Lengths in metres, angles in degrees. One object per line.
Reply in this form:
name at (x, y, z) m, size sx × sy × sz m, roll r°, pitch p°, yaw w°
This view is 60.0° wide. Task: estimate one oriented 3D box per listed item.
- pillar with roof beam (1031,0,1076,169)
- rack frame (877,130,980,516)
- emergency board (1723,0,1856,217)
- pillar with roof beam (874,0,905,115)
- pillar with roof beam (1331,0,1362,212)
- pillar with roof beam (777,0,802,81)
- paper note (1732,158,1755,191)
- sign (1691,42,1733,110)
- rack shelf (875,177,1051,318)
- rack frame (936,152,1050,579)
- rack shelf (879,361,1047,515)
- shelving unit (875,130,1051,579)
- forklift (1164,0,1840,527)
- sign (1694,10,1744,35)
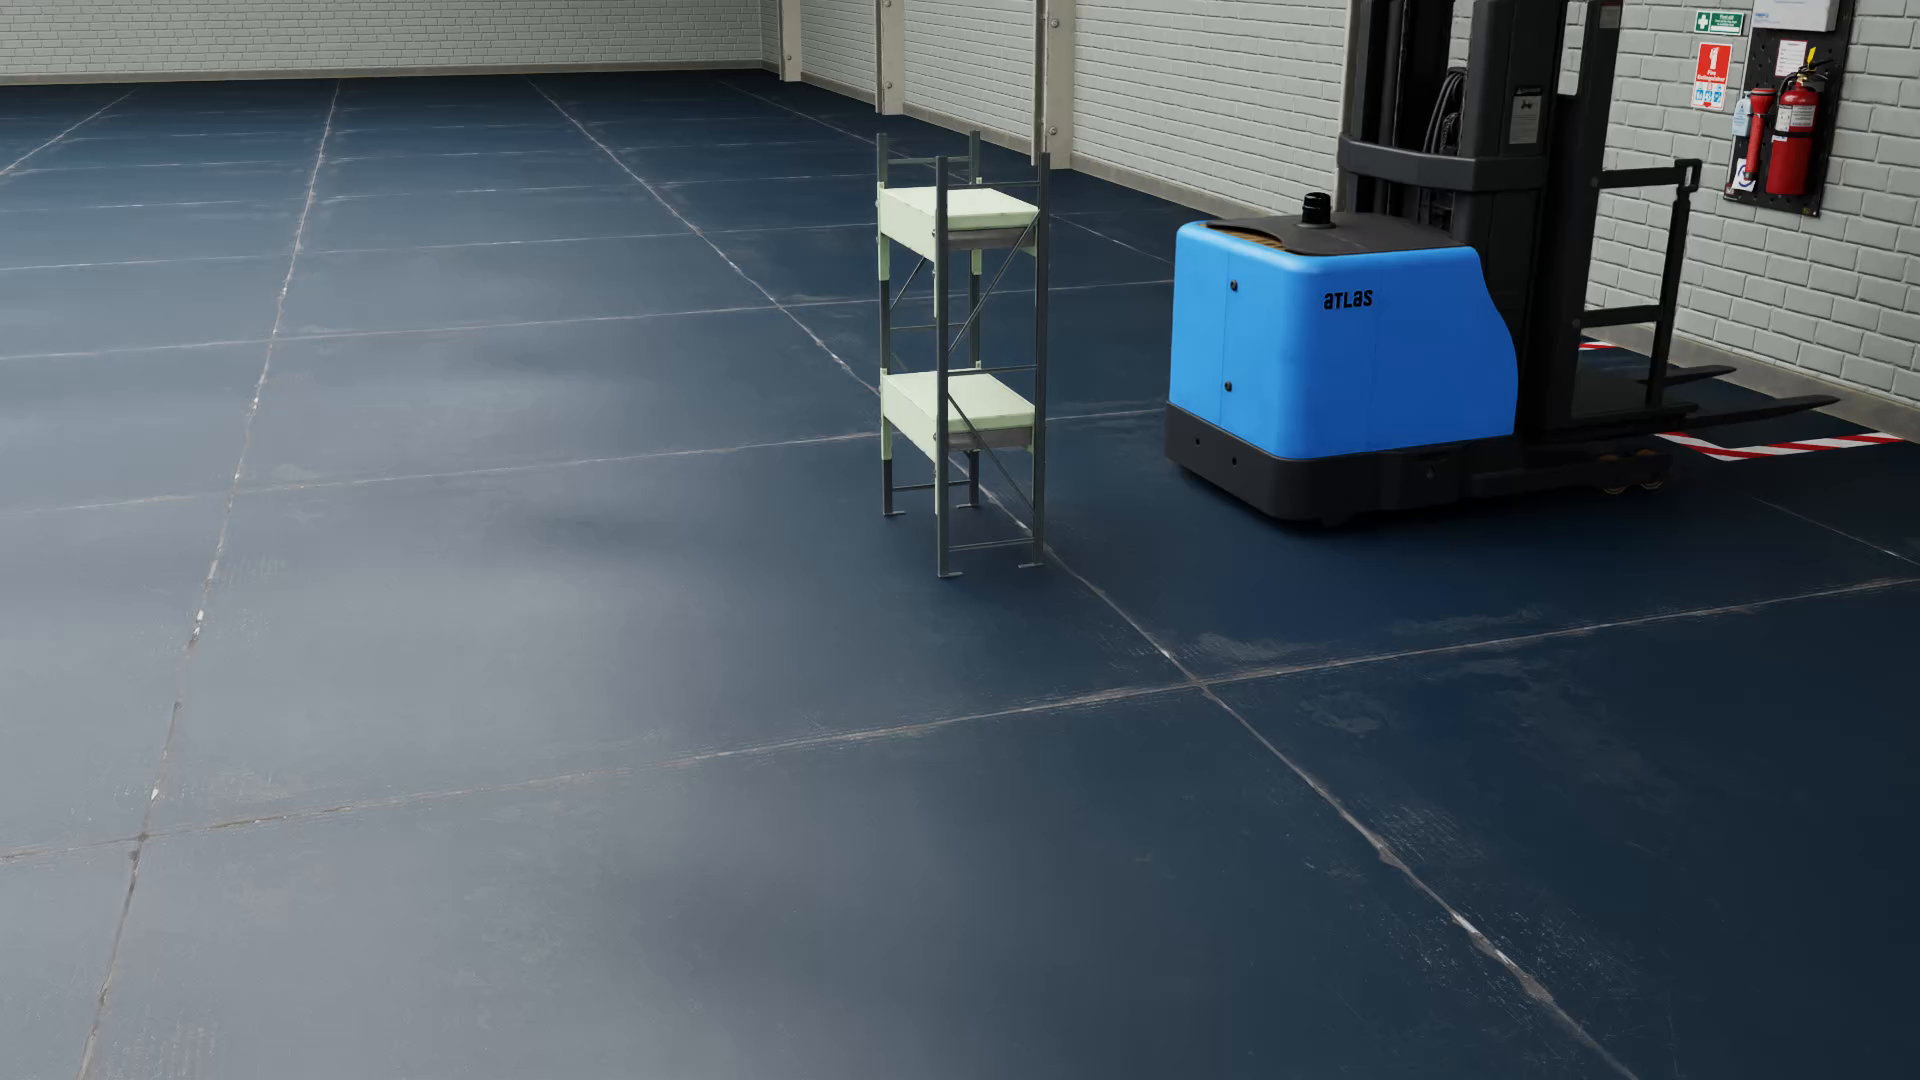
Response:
pillar with roof beam at (-3.140, -7.625, 14.332) m, size 9.100 × 9.000 × 0.400 m, roll -6°, pitch 21°, yaw -17°
rack frame at (-0.117, -0.825, 6.496) m, size 0.400 × 1.500 × 0.023 m, roll -6°, pitch 21°, yaw -17°
emergency board at (3.978, -2.205, 8.117) m, size 0.194 × 1.169 × 0.643 m, roll -6°, pitch 21°, yaw -17°
pillar with roof beam at (-5.026, -9.550, 19.693) m, size 9.100 × 9.000 × 0.400 m, roll -6°, pitch 21°, yaw -17°
pillar with roof beam at (-1.254, -5.699, 8.971) m, size 9.100 × 9.000 × 0.400 m, roll -6°, pitch 21°, yaw -17°
pillar with roof beam at (-6.912, -11.475, 25.053) m, size 9.100 × 9.000 × 0.400 m, roll -6°, pitch 21°, yaw -17°
paper note at (3.988, -1.854, 8.445) m, size 0.016 × 0.148 × 0.142 m, roll -6°, pitch 21°, yaw -17°
sign at (3.902, -2.410, 8.636) m, size 0.001 × 0.329 × 0.234 m, roll -6°, pitch 21°, yaw -17°
rack shelf at (-0.002, -1.075, 6.037) m, size 0.431 × 0.370 × 0.720 m, roll -6°, pitch 21°, yaw -17°
rack frame at (0.113, -0.591, 5.842) m, size 0.400 × 1.500 × 0.023 m, roll -6°, pitch 21°, yaw -17°
rack shelf at (-0.002, -0.401, 6.279) m, size 0.431 × 0.370 × 0.720 m, roll -6°, pitch 21°, yaw -17°
shelving unit at (-0.002, -0.708, 6.169) m, size 0.431 × 1.500 × 0.755 m, roll -6°, pitch 21°, yaw -17°
forklift at (2.458, -1.727, 6.887) m, size 3.031 × 2.935 × 1.130 m, roll -7°, pitch 21°, yaw -20°
sign at (3.895, -2.657, 8.540) m, size 0.001 × 0.109 × 0.331 m, roll -6°, pitch 21°, yaw -17°
